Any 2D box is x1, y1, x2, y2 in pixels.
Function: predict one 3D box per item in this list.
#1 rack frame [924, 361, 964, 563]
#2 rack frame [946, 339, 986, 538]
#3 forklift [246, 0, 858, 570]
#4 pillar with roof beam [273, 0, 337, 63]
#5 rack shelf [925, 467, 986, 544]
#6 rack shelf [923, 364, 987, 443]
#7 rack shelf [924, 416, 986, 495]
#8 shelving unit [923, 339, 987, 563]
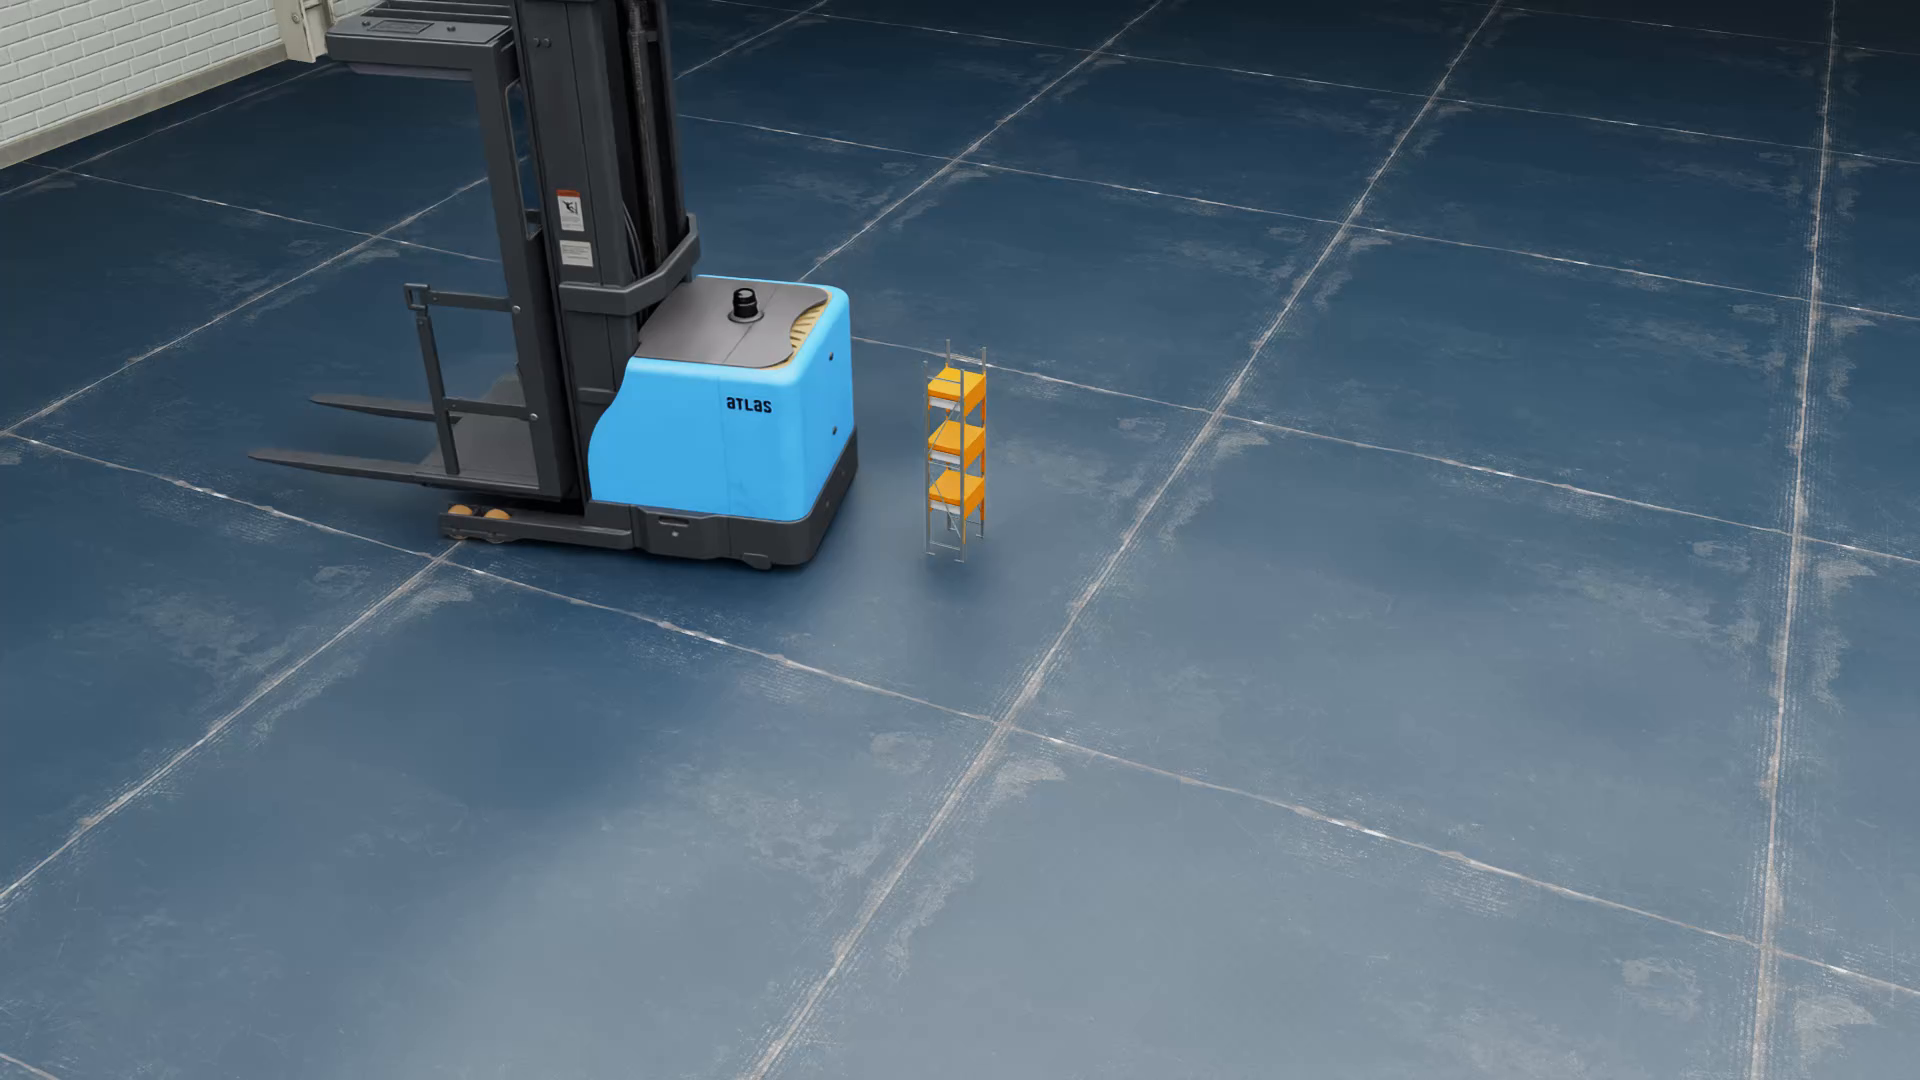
[{"bbox_3d":[-0.073,-0.352,7.829,0.200,1.050,0.008,14,36,20],"label":"rack frame"},{"bbox_3d":[0.029,-0.473,8.014,0.200,1.050,0.008,14,36,20],"label":"rack frame"},{"bbox_3d":[-2.104,-1.484,7.839,3.031,2.935,1.130,6,34,10],"label":"forklift"},{"bbox_3d":[-1.864,-7.118,10.898,9.100,9.000,0.400,14,36,20],"label":"pillar with roof beam"},{"bbox_3d":[-0.022,-0.171,8.080,0.215,0.259,0.240,14,36,20],"label":"rack shelf"},{"bbox_3d":[-0.022,-0.641,7.772,0.215,0.259,0.240,14,36,20],"label":"rack shelf"},{"bbox_3d":[-0.022,-0.404,7.927,0.215,0.259,0.240,14,36,20],"label":"rack shelf"},{"bbox_3d":[-0.022,-0.412,7.921,0.215,1.050,0.252,14,36,20],"label":"shelving unit"}]
